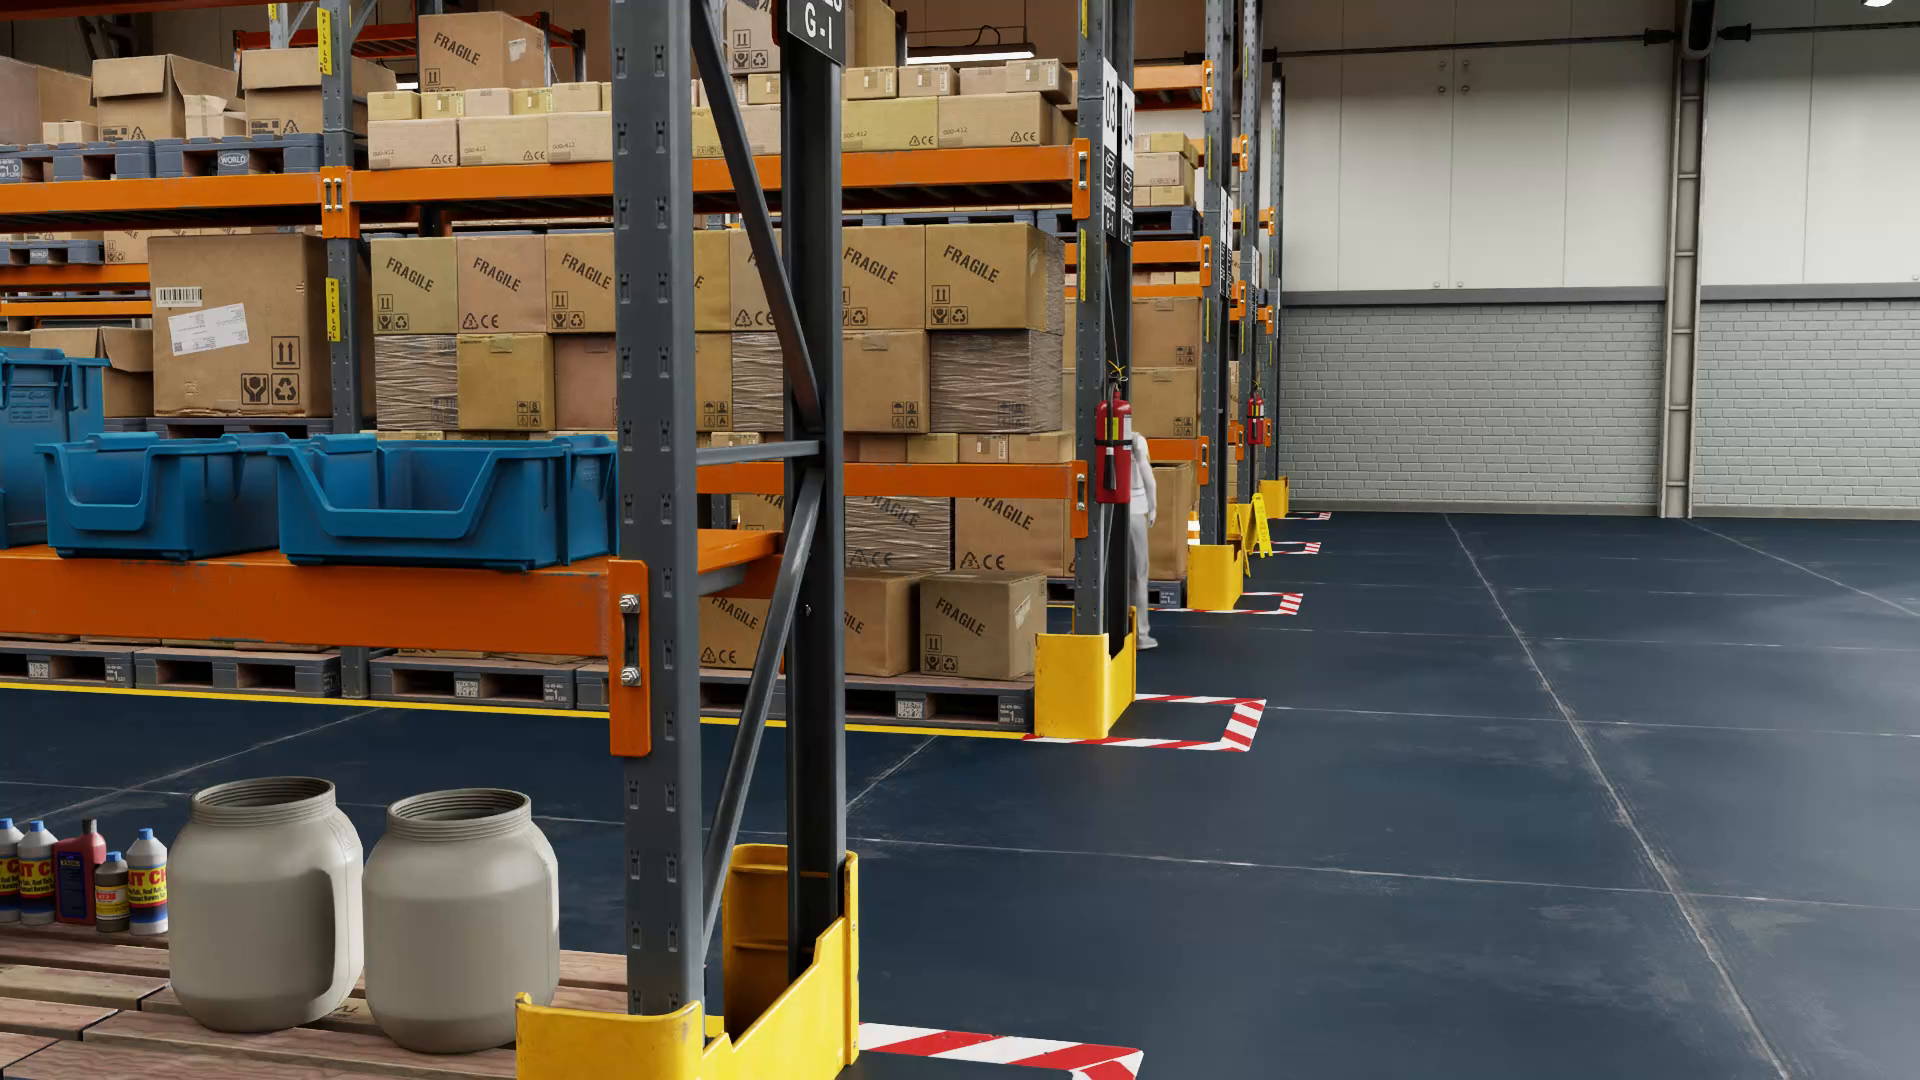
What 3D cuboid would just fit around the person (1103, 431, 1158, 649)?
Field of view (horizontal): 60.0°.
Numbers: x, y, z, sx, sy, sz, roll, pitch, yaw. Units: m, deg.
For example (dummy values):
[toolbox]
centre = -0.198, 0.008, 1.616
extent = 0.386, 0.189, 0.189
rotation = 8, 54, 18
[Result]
[person]
centre = 1.020, -0.142, 10.680
extent = 0.493, 1.701, 0.486
rotation = 2, 5, 23
